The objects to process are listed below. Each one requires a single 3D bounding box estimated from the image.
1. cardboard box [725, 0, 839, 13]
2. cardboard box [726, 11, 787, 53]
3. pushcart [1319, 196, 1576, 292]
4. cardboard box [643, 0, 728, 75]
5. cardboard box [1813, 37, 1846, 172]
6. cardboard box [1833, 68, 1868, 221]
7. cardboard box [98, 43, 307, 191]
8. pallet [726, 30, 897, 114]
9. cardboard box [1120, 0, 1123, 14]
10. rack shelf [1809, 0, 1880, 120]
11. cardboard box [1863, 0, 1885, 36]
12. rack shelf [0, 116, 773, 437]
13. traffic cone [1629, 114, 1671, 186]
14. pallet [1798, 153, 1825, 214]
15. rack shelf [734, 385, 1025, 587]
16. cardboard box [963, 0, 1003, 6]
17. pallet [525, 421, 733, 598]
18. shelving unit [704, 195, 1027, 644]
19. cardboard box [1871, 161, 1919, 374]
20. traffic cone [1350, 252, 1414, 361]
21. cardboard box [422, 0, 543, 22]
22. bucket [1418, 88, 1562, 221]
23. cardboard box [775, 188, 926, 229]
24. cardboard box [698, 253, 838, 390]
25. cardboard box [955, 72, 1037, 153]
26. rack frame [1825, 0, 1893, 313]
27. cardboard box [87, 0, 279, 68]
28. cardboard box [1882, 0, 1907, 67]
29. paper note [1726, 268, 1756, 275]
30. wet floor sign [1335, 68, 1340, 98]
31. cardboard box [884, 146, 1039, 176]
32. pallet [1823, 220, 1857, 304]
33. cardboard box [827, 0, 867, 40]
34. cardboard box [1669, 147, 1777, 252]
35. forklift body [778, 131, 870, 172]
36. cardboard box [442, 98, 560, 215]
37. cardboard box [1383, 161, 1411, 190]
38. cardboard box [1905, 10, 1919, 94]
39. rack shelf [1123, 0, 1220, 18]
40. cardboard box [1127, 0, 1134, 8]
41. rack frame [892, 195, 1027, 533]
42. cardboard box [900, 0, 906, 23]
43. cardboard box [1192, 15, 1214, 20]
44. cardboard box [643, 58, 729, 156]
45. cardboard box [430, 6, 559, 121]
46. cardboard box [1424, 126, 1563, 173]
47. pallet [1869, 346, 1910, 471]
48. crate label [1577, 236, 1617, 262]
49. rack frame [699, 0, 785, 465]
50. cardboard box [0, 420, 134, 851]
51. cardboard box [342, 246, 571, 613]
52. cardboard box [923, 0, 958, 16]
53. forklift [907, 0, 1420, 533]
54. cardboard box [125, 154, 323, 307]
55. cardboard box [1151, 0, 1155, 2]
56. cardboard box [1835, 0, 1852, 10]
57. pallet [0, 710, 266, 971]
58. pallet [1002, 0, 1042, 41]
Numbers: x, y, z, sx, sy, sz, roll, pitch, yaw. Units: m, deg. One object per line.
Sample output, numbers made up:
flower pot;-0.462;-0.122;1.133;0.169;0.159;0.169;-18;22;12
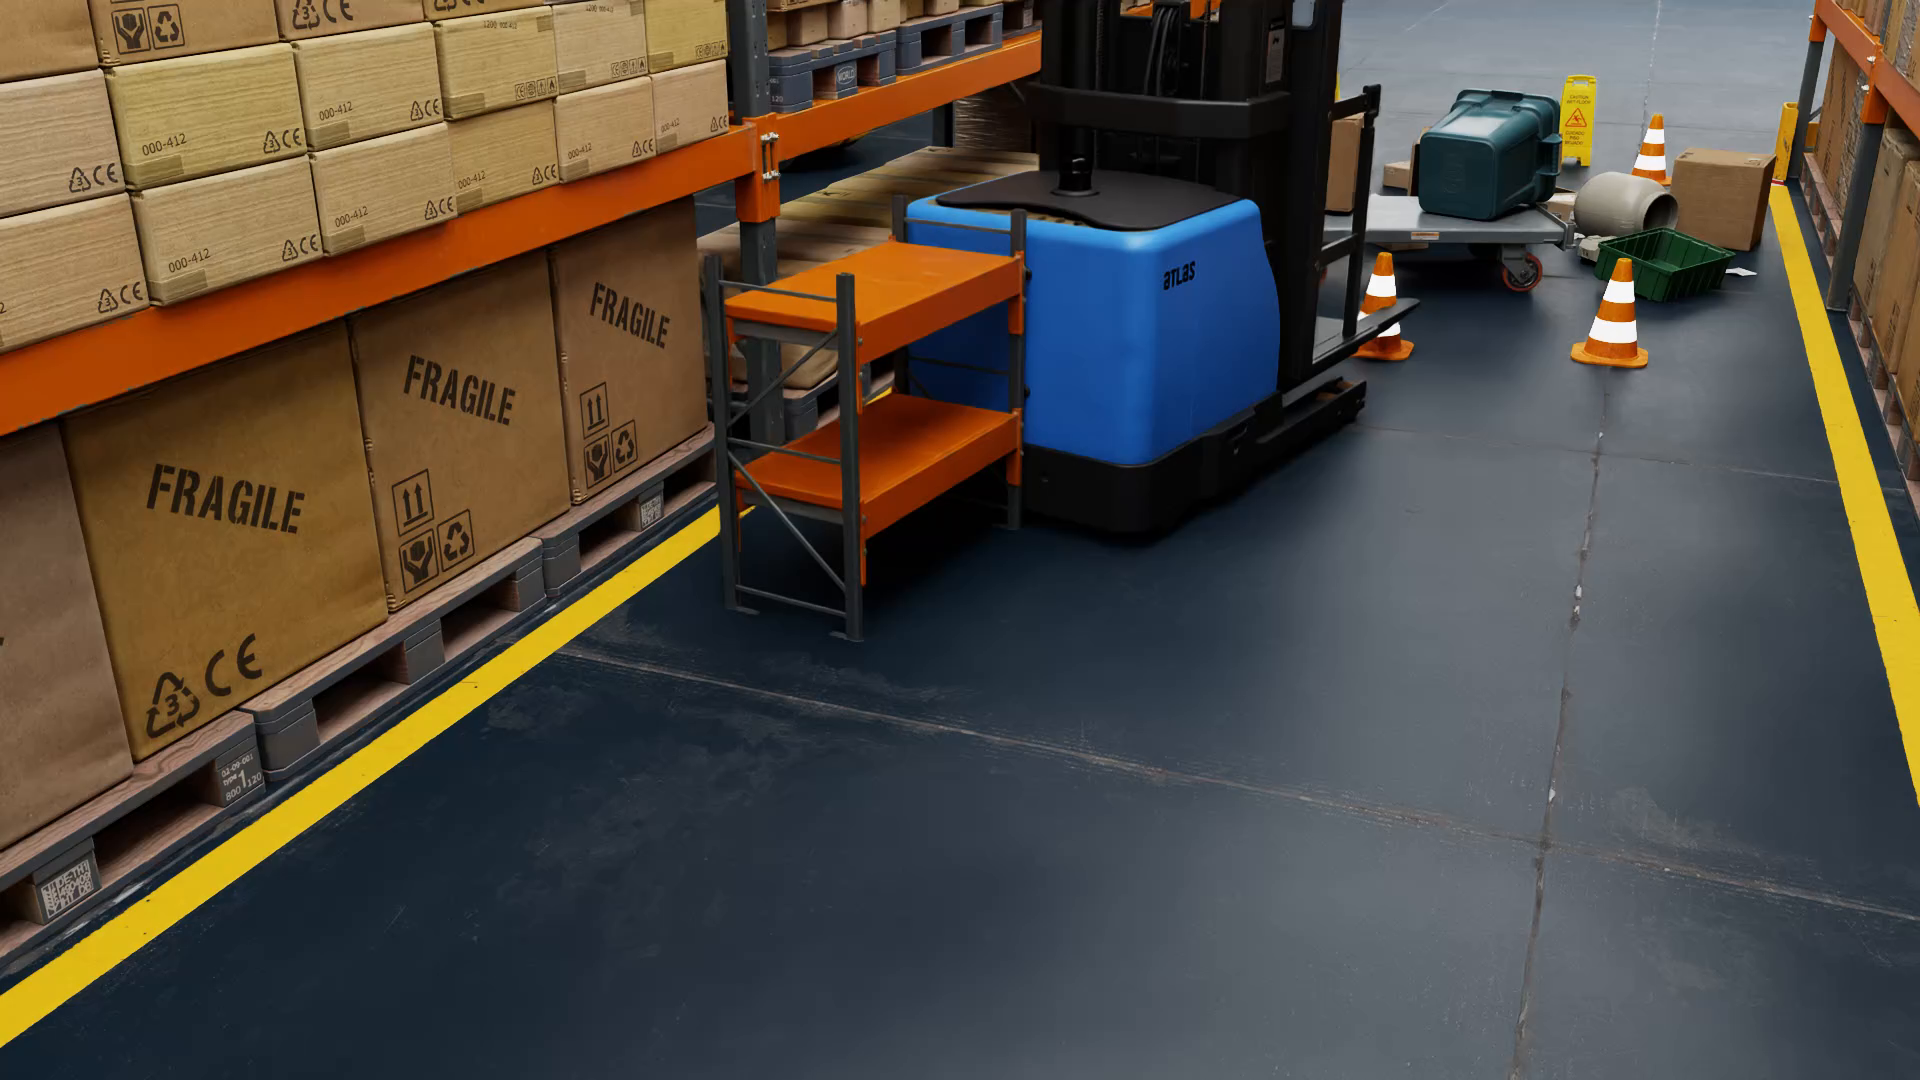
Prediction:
cardboard box;-0.785;-2.257;6.202;0.500;0.500;0.500;8;24;19
cardboard box;-0.874;-1.920;6.235;0.380;0.149;0.250;7;24;17
pushcart;2.454;-1.665;9.247;1.648;0.377;0.936;1;23;2
cardboard box;-1.111;-1.704;5.484;0.500;0.250;0.500;9;24;20
cardboard box;6.247;-2.904;11.022;0.875;0.875;0.875;9;24;20
cardboard box;5.582;-2.263;9.487;0.875;0.875;0.875;9;24;20
cardboard box;-1.848;-0.967;3.719;0.500;0.250;0.500;9;24;21
pallet;-1.001;-1.934;6.737;1.213;0.211;1.003;9;24;20
cardboard box;0.733;-3.134;9.688;0.380;0.149;0.250;9;24;20
rack shelf;5.695;-2.895;9.722;1.077;0.370;4.000;9;24;20
cardboard box;5.261;-2.914;8.640;0.875;0.550;0.550;9;24;20
rack shelf;-1.910;-0.705;4.478;1.077;0.370;4.000;9;24;20
traffic cone;4.922;-2.785;11.817;0.336;0.463;0.334;9;24;20
pallet;6.213;-2.358;11.122;1.003;0.211;1.213;9;24;20
rack shelf;-0.261;-0.203;5.411;0.538;0.278;1.000;13;26;27
cardboard box;-0.009;-2.675;8.043;0.380;0.149;0.250;9;24;20
pallet;-1.530;-0.194;5.941;1.003;0.211;1.213;9;24;20
shelving unit;-0.261;-0.429;5.317;0.538;1.125;1.048;13;26;27
cardboard box;4.443;-1.087;6.835;1.050;0.750;0.750;9;24;20
traffic cone;1.979;-1.122;7.836;0.336;0.463;0.334;9;24;20
cardboard box;-1.490;-1.676;4.443;0.500;0.500;0.500;9;24;20
bucket;2.862;-2.081;9.115;0.726;0.611;0.620;19;39;38
cardboard box;-0.395;-1.470;8.242;0.950;0.372;0.625;10;25;22
cardboard box;-0.948;-0.934;6.959;0.950;0.372;0.625;7;24;16
cardboard box;0.289;-2.705;10.383;0.500;0.500;0.500;8;24;19
rack frame;4.952;-2.511;7.870;1.000;3.000;0.127;9;24;20
cardboard box;-1.871;-1.310;3.567;0.500;0.500;0.500;8;24;19
cardboard box;4.507;-2.408;7.492;0.500;0.500;0.500;9;24;21
paper note;4.361;-1.512;9.328;0.147;0.020;0.142;-7;24;-17
wet floor sign;2.868;-3.443;13.157;0.267;0.644;0.232;19;29;38
cardboard box;0.126;-1.977;9.455;0.950;0.372;0.625;9;24;21
pallet;5.307;-1.485;9.032;1.003;0.211;1.213;9;24;20
cardboard box;-0.593;-2.107;6.685;0.380;0.149;0.250;7;24;17
cardboard box;4.576;-2.061;10.033;0.500;0.500;0.500;13;26;29
forklift body;-1.816;-3.993;12.519;2.313;2.155;1.214;9;24;20
cardboard box;-1.491;-1.102;4.691;0.500;0.250;0.500;9;24;20
cardboard box;3.193;-2.542;11.642;0.250;0.149;0.380;-17;28;-35
cardboard box;4.132;-2.048;6.632;0.500;0.500;0.500;9;24;20
rack shelf;1.061;-3.567;11.332;1.077;0.370;4.000;9;24;20
cardboard box;0.849;-3.332;10.161;0.380;0.149;0.250;9;24;20
rack frame;-0.007;-0.598;5.723;0.500;1.125;0.032;13;26;27
cardboard box;-0.455;-2.300;7.146;0.380;0.149;0.250;10;25;23
cardboard box;1.579;-3.631;11.759;0.380;0.149;0.250;9;24;21
cardboard box;-1.114;-1.465;5.560;0.500;0.250;0.500;8;24;18
cardboard box;-1.470;-1.334;4.597;0.500;0.250;0.500;8;24;19
cardboard box;3.502;-2.472;11.015;0.797;0.503;0.637;-7;24;-17
pallet;4.284;-0.499;6.672;1.003;0.211;1.213;9;24;20
crate label;3.713;-1.659;9.544;0.298;0.136;0.250;-7;24;-17
rack frame;-1.167;-1.752;6.053;1.000;3.000;0.127;9;24;20
cardboard box;-2.497;0.233;3.513;0.875;0.875;0.875;10;25;22
cardboard box;-1.836;-0.412;5.056;0.875;0.875;0.875;9;24;21
cardboard box;-0.229;-2.491;7.603;0.380;0.149;0.250;10;25;22
forklift;1.042;-1.886;6.463;1.130;2.935;3.031;15;27;32
cardboard box;-1.849;-0.738;3.819;0.500;0.250;0.500;9;24;20
cardboard box;1.044;-3.515;10.600;0.380;0.149;0.250;9;24;20
cardboard box;5.833;-3.490;10.019;0.875;0.550;0.550;9;24;20
pallet;-2.436;0.679;3.851;1.003;0.211;1.213;9;24;20
pallet;-0.100;-2.842;8.912;1.003;0.211;1.213;9;24;20
